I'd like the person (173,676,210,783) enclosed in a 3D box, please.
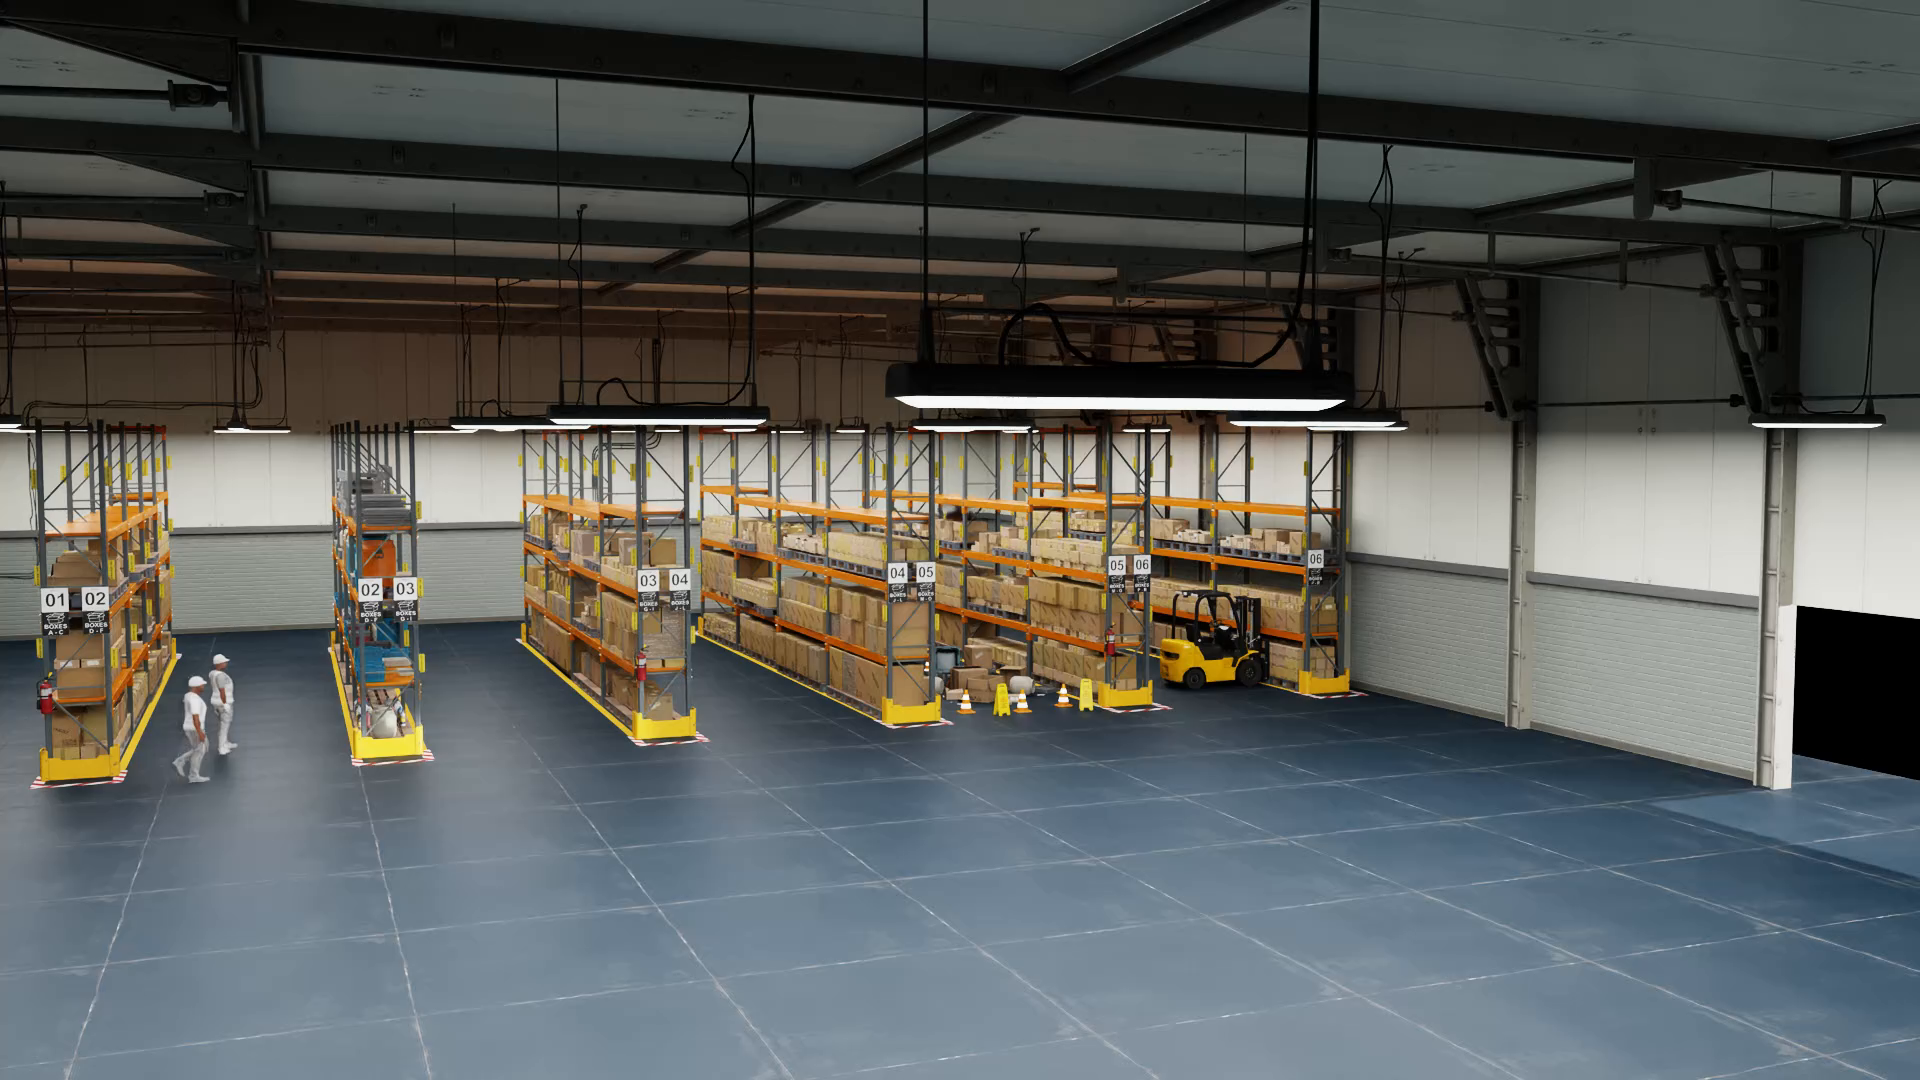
[{"bbox_3d":[-12.674,3.123,27.360,0.563,1.752,0.639,-1,4,-21],"label":"person"}]

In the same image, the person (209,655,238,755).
[{"bbox_3d":[-13.285,2.951,30.127,0.574,1.783,0.593,2,4,34],"label":"person"}]
